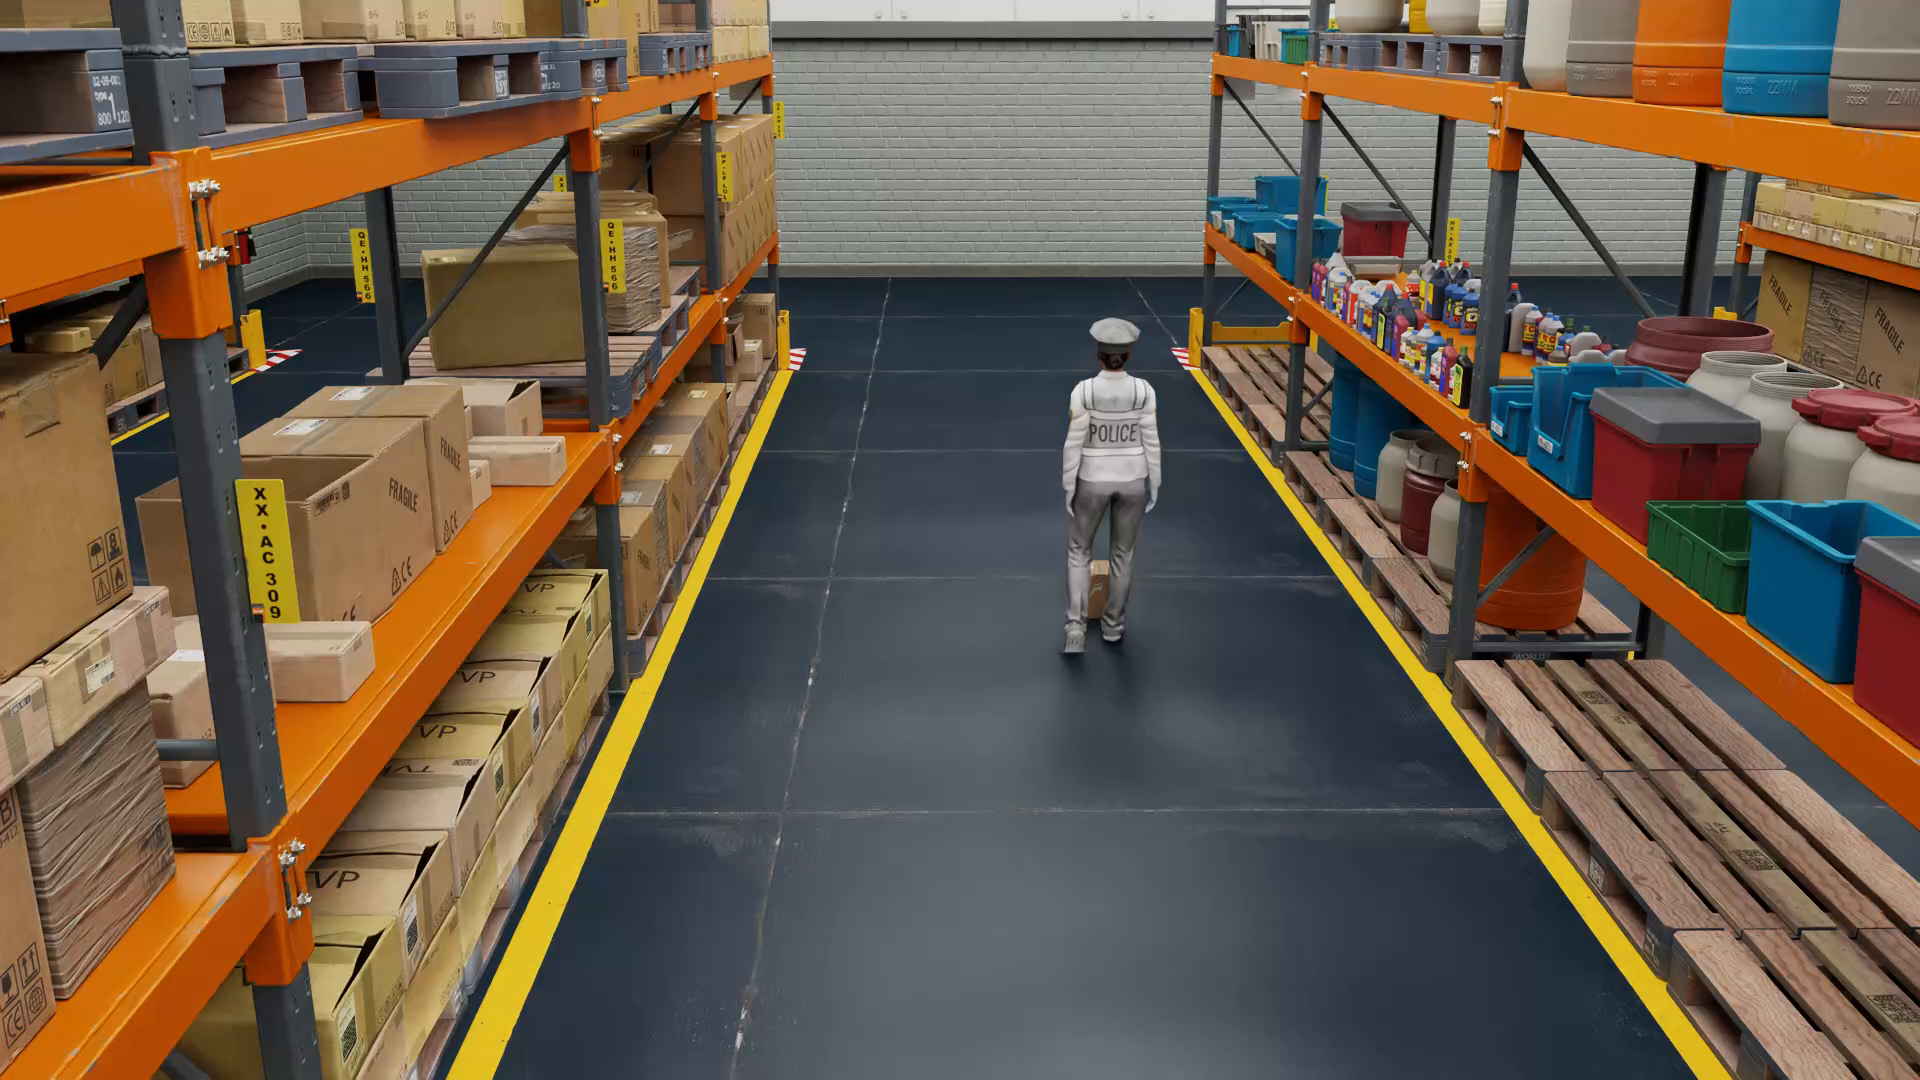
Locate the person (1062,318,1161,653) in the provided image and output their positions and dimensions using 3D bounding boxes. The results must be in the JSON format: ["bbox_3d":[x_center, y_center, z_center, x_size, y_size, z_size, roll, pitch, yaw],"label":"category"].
[{"bbox_3d":[0.764,-0.255,8.397,0.503,1.726,0.486,0,17,-1],"label":"person"}]
